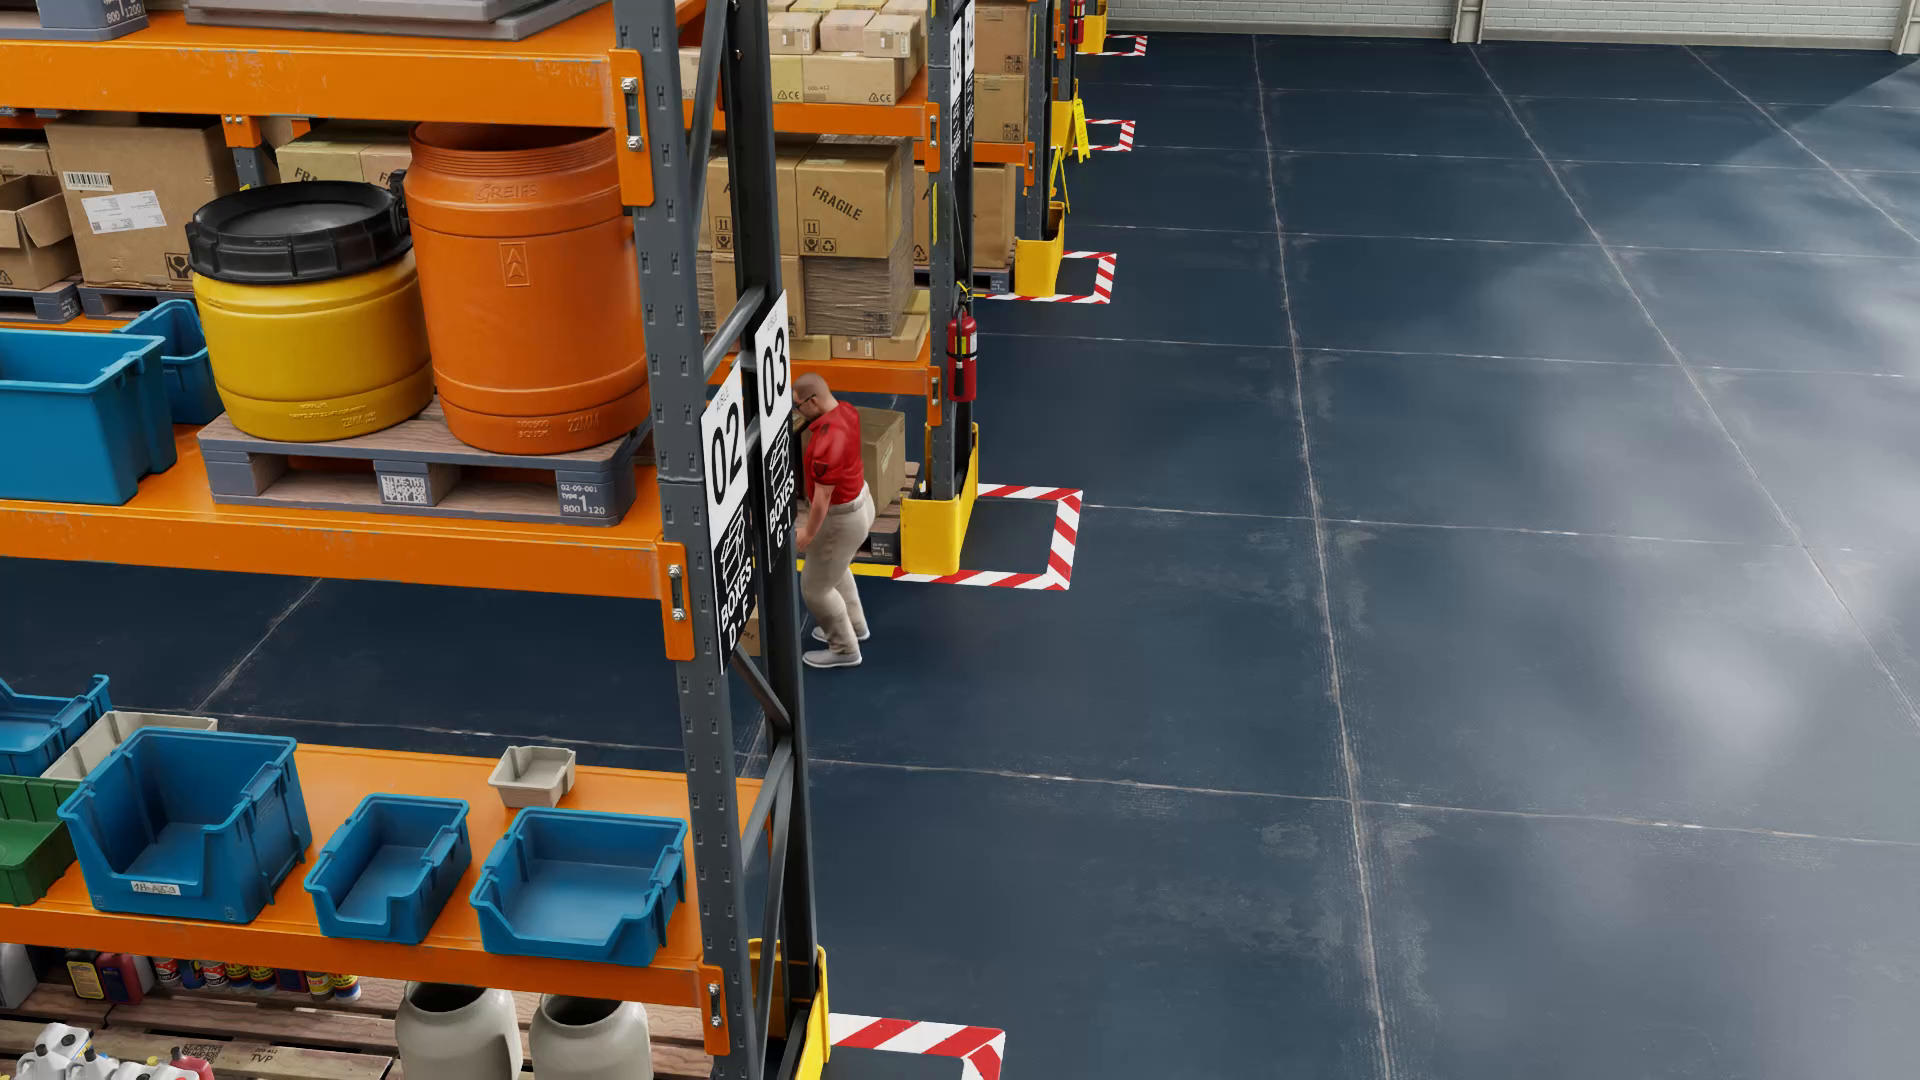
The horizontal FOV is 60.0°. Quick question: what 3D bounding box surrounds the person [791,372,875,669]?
[{"bbox_3d":[-0.681,-0.104,8.894,0.415,1.688,0.553,4,28,7],"label":"person"}]
